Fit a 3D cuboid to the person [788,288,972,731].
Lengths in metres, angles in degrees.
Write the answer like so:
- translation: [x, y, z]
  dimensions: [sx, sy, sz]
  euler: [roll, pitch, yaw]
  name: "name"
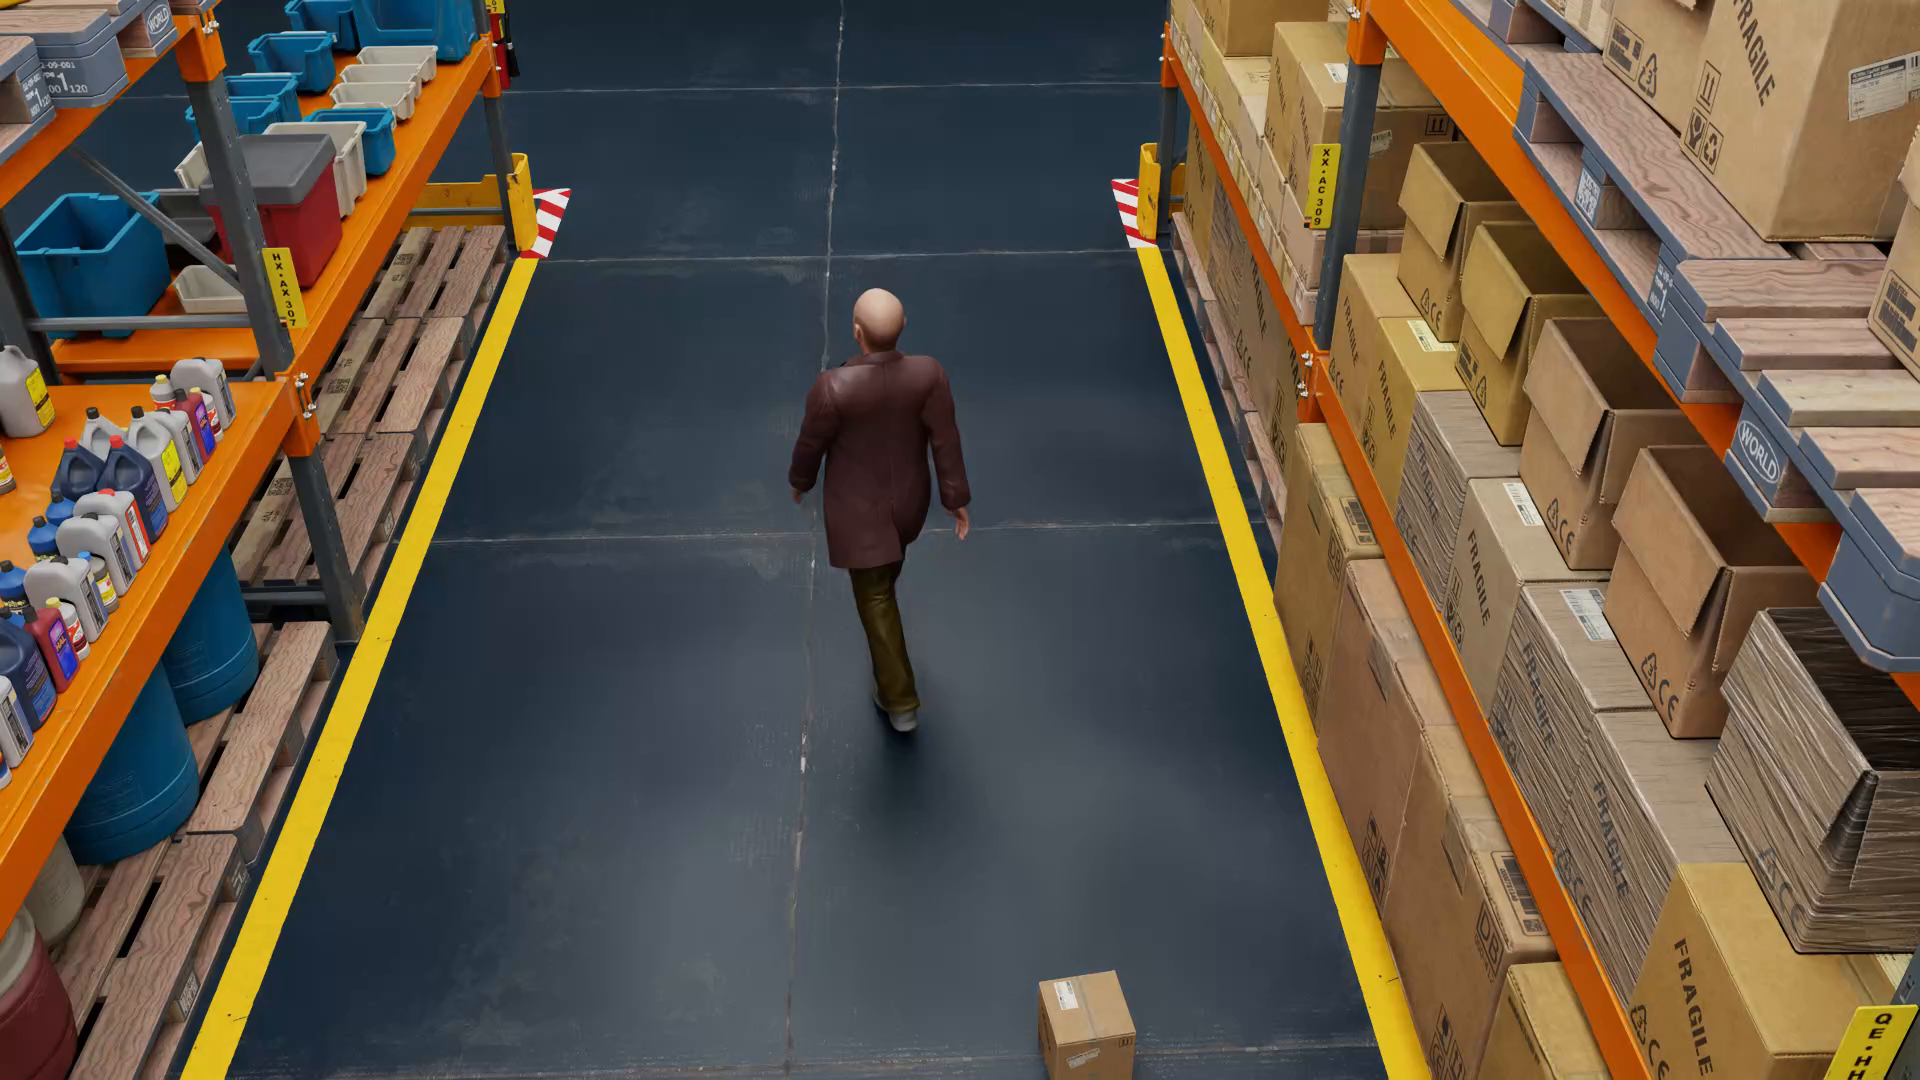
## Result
- translation: [-0.352, -0.233, 6.468]
  dimensions: [0.615, 1.723, 1.106]
  euler: [-15, 38, -21]
  name: "person"
